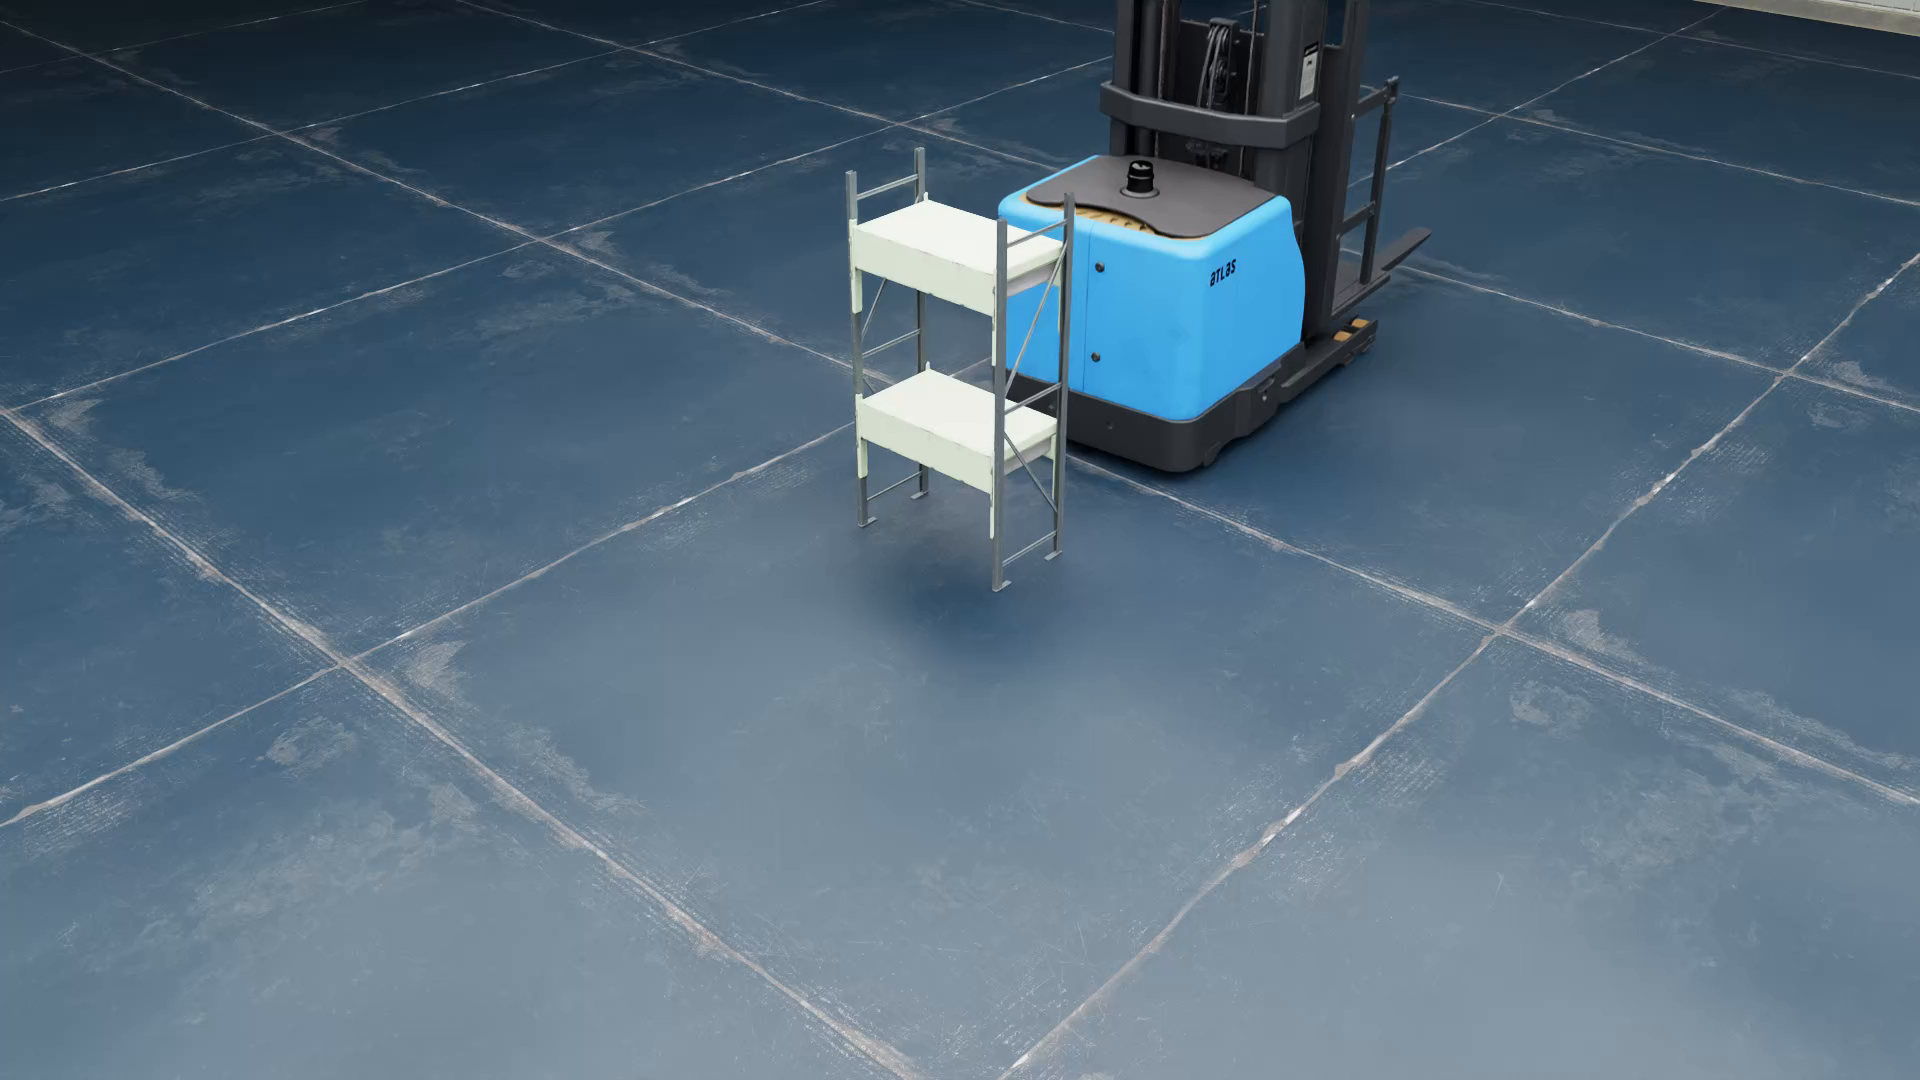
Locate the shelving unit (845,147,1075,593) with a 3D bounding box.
[{"bbox_3d":[-0.005,-0.645,6.367,0.755,1.500,0.431,25,39,35],"label":"shelving unit"}]

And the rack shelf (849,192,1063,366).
[{"bbox_3d":[-0.005,-0.979,6.166,0.720,0.370,0.431,25,39,35],"label":"rack shelf"}]

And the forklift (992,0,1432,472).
[{"bbox_3d":[1.429,-2.249,7.643,1.130,2.935,3.031,21,37,31],"label":"forklift"}]

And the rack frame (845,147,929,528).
[{"bbox_3d":[-0.276,-0.772,6.577,0.023,1.500,0.400,25,39,35],"label":"rack frame"}]

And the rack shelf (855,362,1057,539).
[{"bbox_3d":[-0.005,-0.366,6.535,0.720,0.370,0.431,25,39,35],"label":"rack shelf"}]

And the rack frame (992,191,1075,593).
[{"bbox_3d":[0.266,-0.518,6.157,0.023,1.500,0.400,25,39,35],"label":"rack frame"}]
